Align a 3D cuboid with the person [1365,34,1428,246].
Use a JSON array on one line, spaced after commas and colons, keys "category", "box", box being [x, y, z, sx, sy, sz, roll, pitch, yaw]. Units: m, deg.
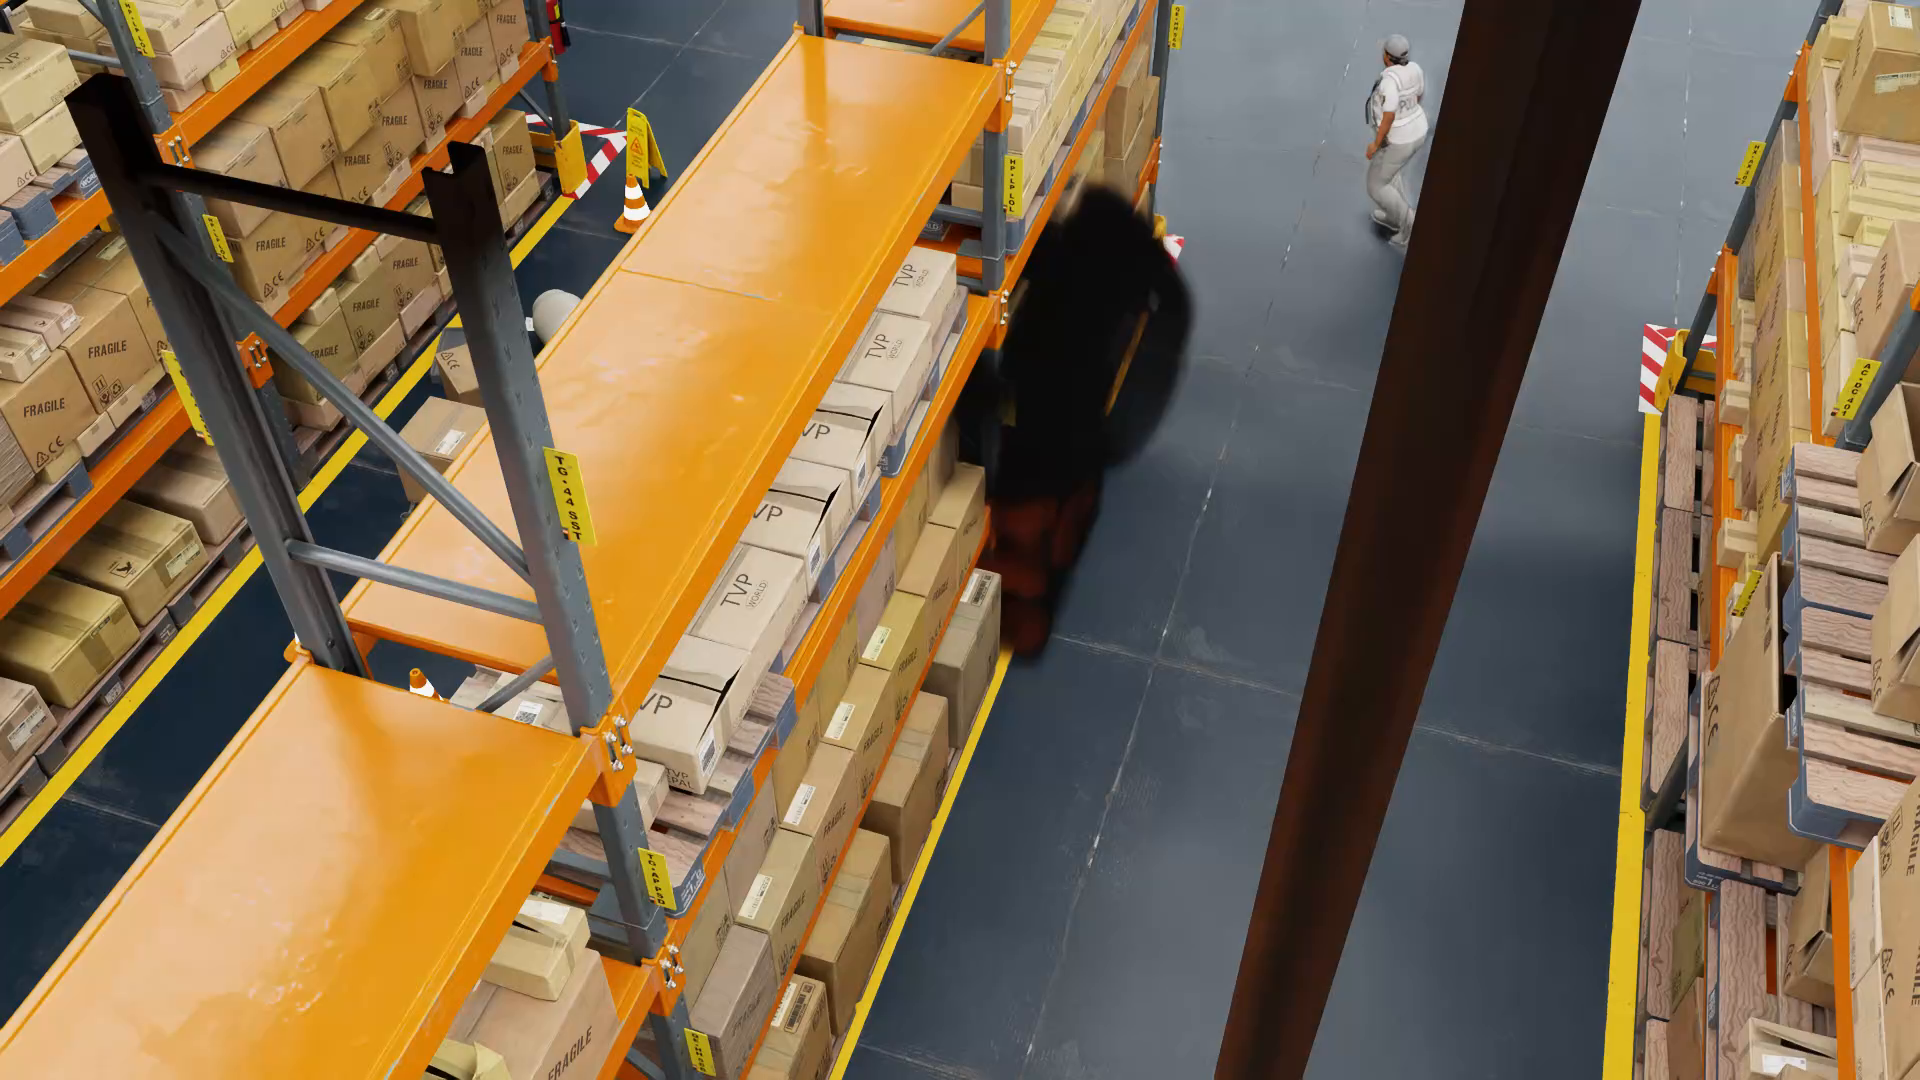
[{"category": "person", "box": [3.466, -3.160, 13.116, 0.765, 1.586, 0.593, 32, 54, 27]}]
